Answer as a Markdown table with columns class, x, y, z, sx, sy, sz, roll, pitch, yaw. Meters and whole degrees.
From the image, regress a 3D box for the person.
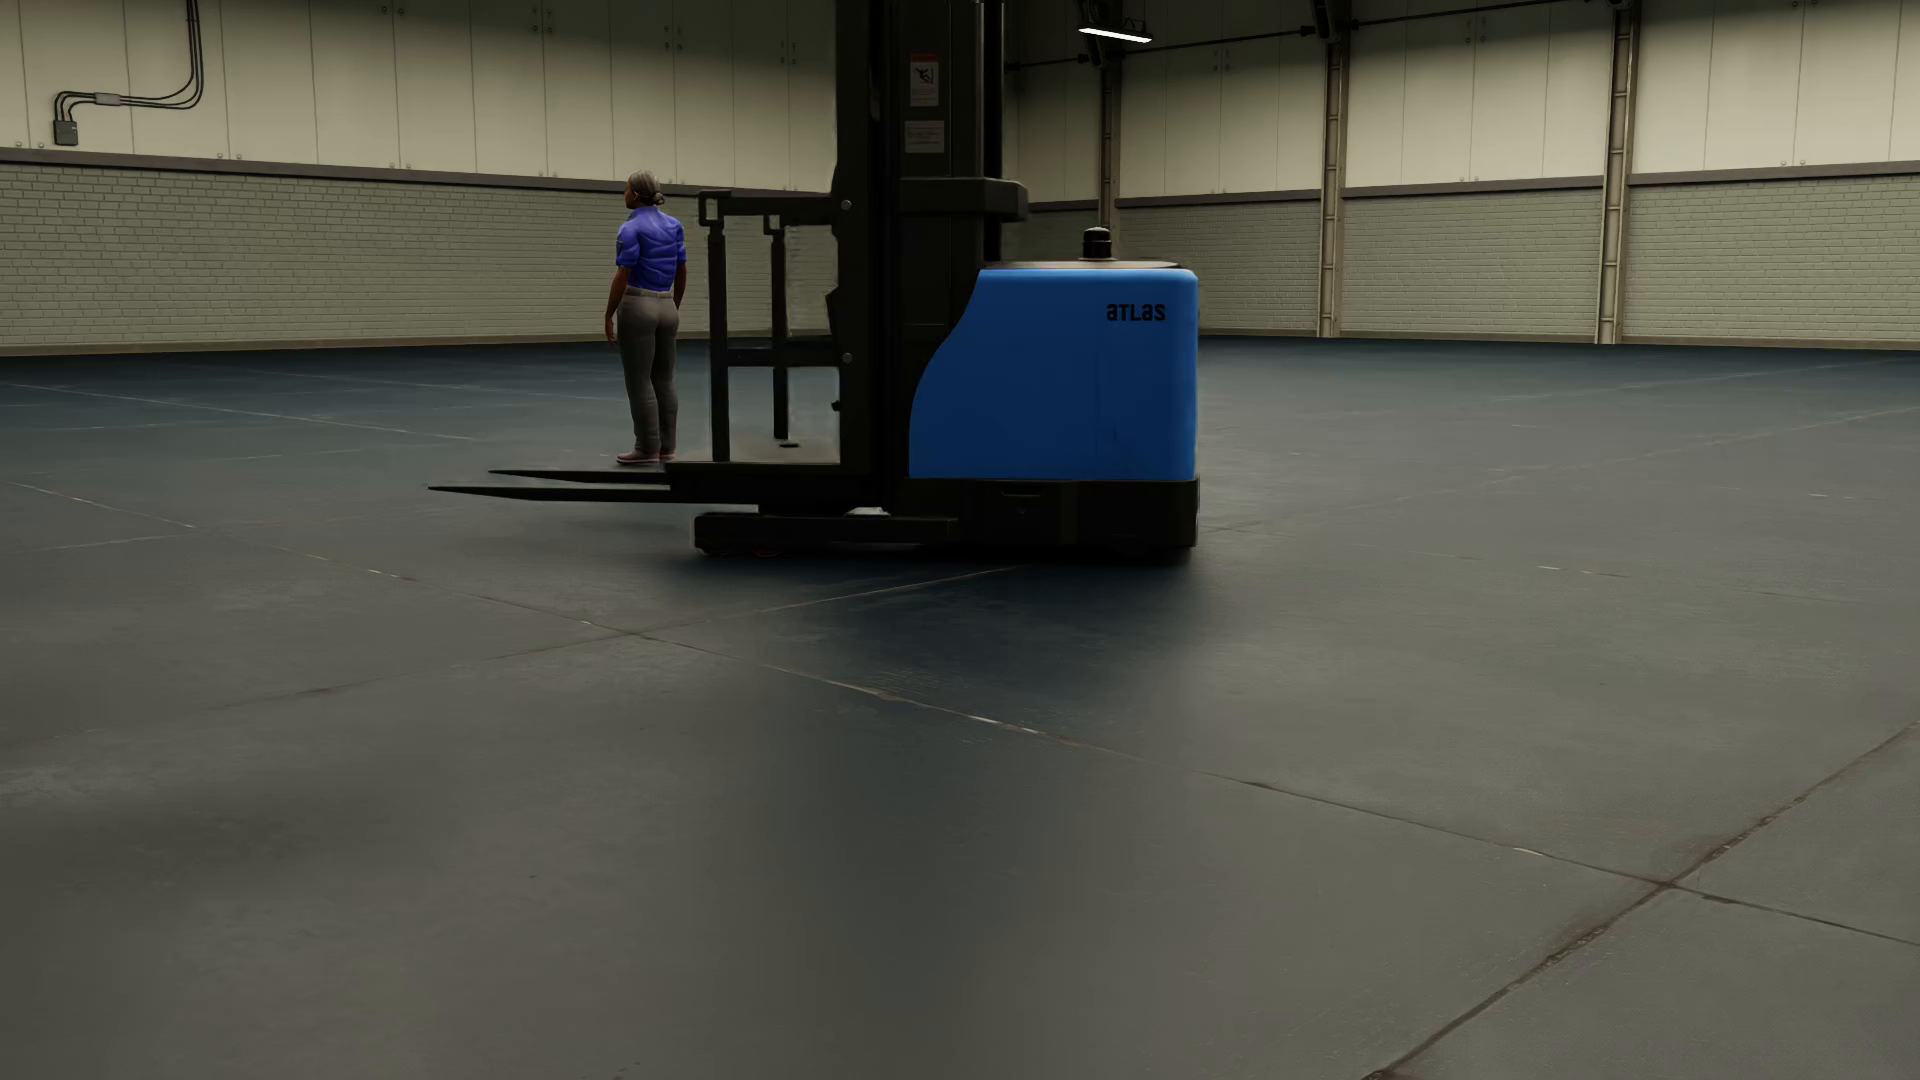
| class | x | y | z | sx | sy | sz | roll | pitch | yaw |
| --- | --- | --- | --- | --- | --- | --- | --- | --- | --- |
| person | -1.830 | -1.260 | 9.481 | 0.504 | 1.654 | 0.569 | 7 | 11 | 37 |

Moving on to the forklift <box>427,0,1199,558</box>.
| class | x | y | z | sx | sy | sz | roll | pitch | yaw |
| --- | --- | --- | --- | --- | --- | --- | --- | --- | --- |
| forklift | -0.576 | -1.458 | 6.557 | 3.031 | 2.935 | 1.130 | 1 | 9 | 7 |
